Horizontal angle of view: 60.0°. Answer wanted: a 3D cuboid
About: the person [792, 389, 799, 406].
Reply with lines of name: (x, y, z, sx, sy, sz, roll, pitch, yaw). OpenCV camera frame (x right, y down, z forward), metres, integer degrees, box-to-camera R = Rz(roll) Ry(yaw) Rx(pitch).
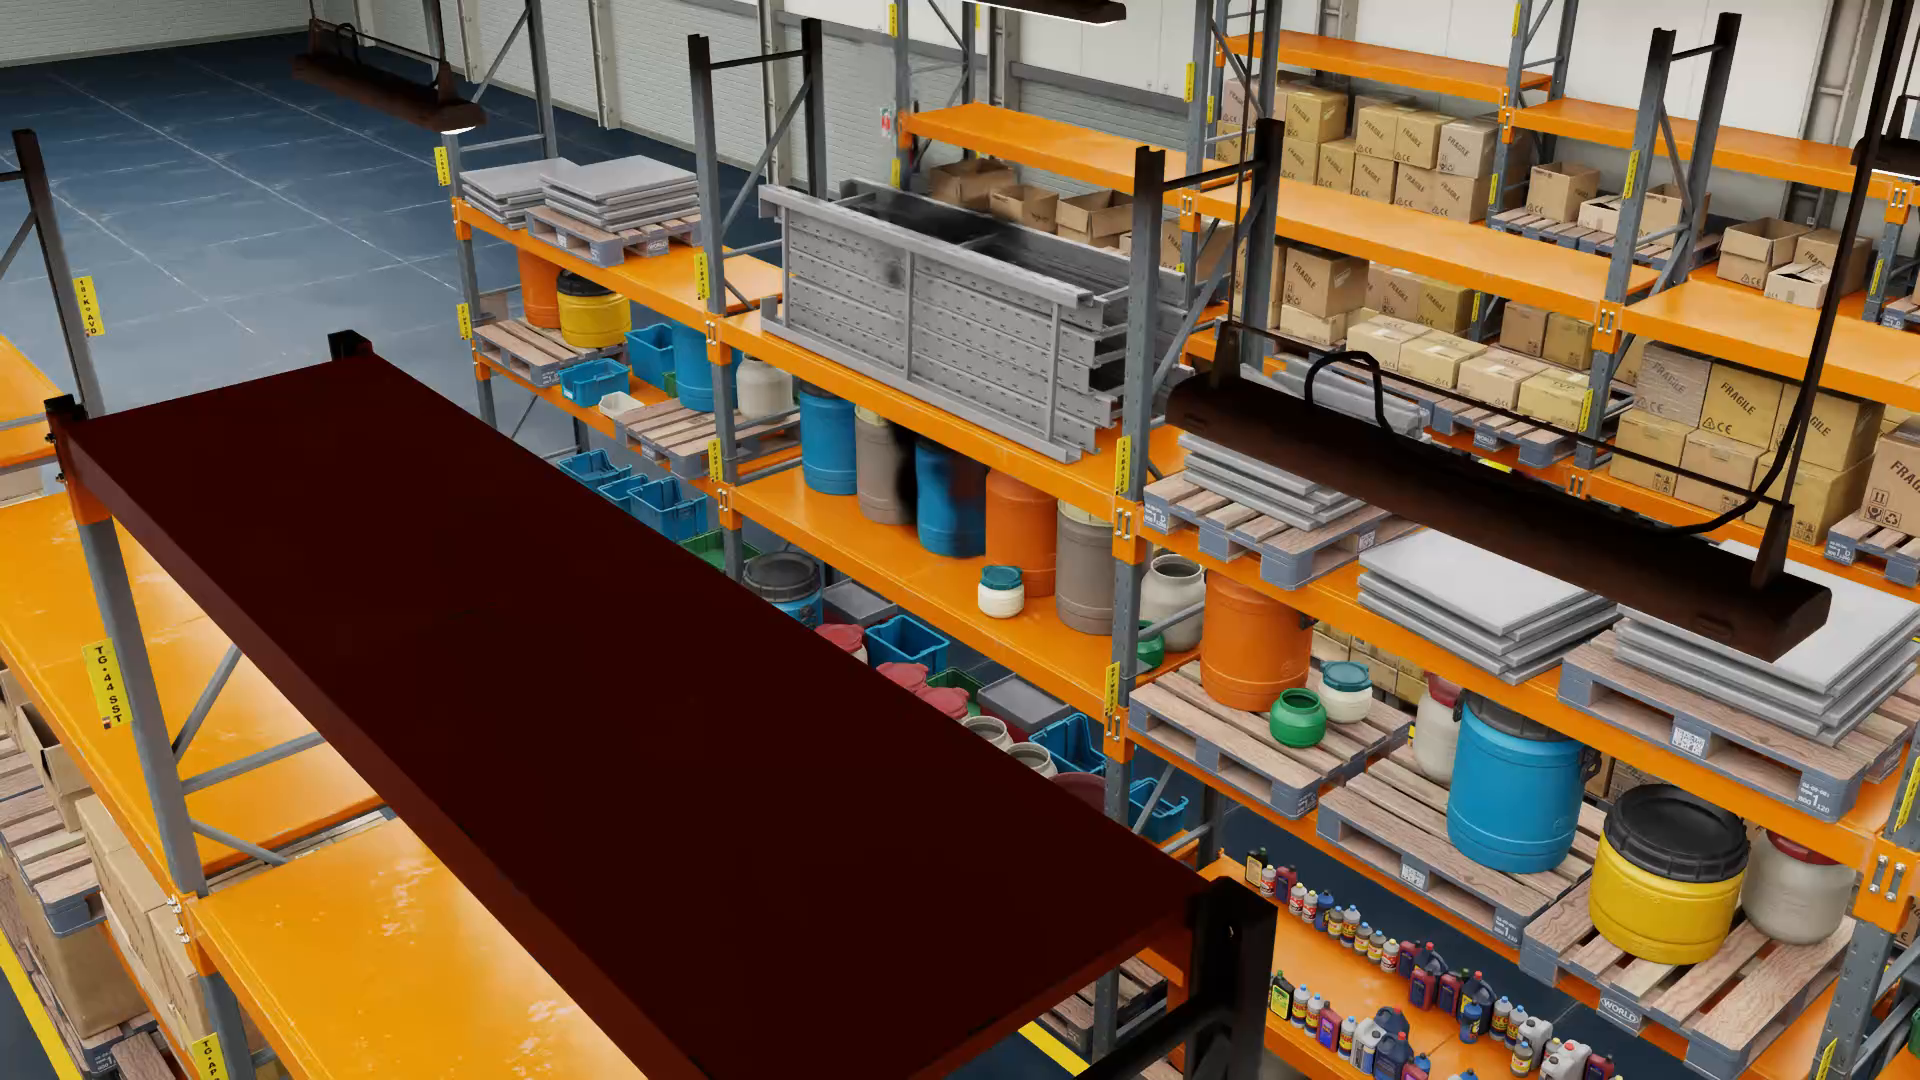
person: (-2.241, -2.115, 19.766, 0.953, 1.779, 0.670, -8, 28, -16)

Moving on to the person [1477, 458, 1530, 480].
person: (5.041, -0.244, 16.105, 0.782, 1.825, 0.674, 23, 35, 37)
